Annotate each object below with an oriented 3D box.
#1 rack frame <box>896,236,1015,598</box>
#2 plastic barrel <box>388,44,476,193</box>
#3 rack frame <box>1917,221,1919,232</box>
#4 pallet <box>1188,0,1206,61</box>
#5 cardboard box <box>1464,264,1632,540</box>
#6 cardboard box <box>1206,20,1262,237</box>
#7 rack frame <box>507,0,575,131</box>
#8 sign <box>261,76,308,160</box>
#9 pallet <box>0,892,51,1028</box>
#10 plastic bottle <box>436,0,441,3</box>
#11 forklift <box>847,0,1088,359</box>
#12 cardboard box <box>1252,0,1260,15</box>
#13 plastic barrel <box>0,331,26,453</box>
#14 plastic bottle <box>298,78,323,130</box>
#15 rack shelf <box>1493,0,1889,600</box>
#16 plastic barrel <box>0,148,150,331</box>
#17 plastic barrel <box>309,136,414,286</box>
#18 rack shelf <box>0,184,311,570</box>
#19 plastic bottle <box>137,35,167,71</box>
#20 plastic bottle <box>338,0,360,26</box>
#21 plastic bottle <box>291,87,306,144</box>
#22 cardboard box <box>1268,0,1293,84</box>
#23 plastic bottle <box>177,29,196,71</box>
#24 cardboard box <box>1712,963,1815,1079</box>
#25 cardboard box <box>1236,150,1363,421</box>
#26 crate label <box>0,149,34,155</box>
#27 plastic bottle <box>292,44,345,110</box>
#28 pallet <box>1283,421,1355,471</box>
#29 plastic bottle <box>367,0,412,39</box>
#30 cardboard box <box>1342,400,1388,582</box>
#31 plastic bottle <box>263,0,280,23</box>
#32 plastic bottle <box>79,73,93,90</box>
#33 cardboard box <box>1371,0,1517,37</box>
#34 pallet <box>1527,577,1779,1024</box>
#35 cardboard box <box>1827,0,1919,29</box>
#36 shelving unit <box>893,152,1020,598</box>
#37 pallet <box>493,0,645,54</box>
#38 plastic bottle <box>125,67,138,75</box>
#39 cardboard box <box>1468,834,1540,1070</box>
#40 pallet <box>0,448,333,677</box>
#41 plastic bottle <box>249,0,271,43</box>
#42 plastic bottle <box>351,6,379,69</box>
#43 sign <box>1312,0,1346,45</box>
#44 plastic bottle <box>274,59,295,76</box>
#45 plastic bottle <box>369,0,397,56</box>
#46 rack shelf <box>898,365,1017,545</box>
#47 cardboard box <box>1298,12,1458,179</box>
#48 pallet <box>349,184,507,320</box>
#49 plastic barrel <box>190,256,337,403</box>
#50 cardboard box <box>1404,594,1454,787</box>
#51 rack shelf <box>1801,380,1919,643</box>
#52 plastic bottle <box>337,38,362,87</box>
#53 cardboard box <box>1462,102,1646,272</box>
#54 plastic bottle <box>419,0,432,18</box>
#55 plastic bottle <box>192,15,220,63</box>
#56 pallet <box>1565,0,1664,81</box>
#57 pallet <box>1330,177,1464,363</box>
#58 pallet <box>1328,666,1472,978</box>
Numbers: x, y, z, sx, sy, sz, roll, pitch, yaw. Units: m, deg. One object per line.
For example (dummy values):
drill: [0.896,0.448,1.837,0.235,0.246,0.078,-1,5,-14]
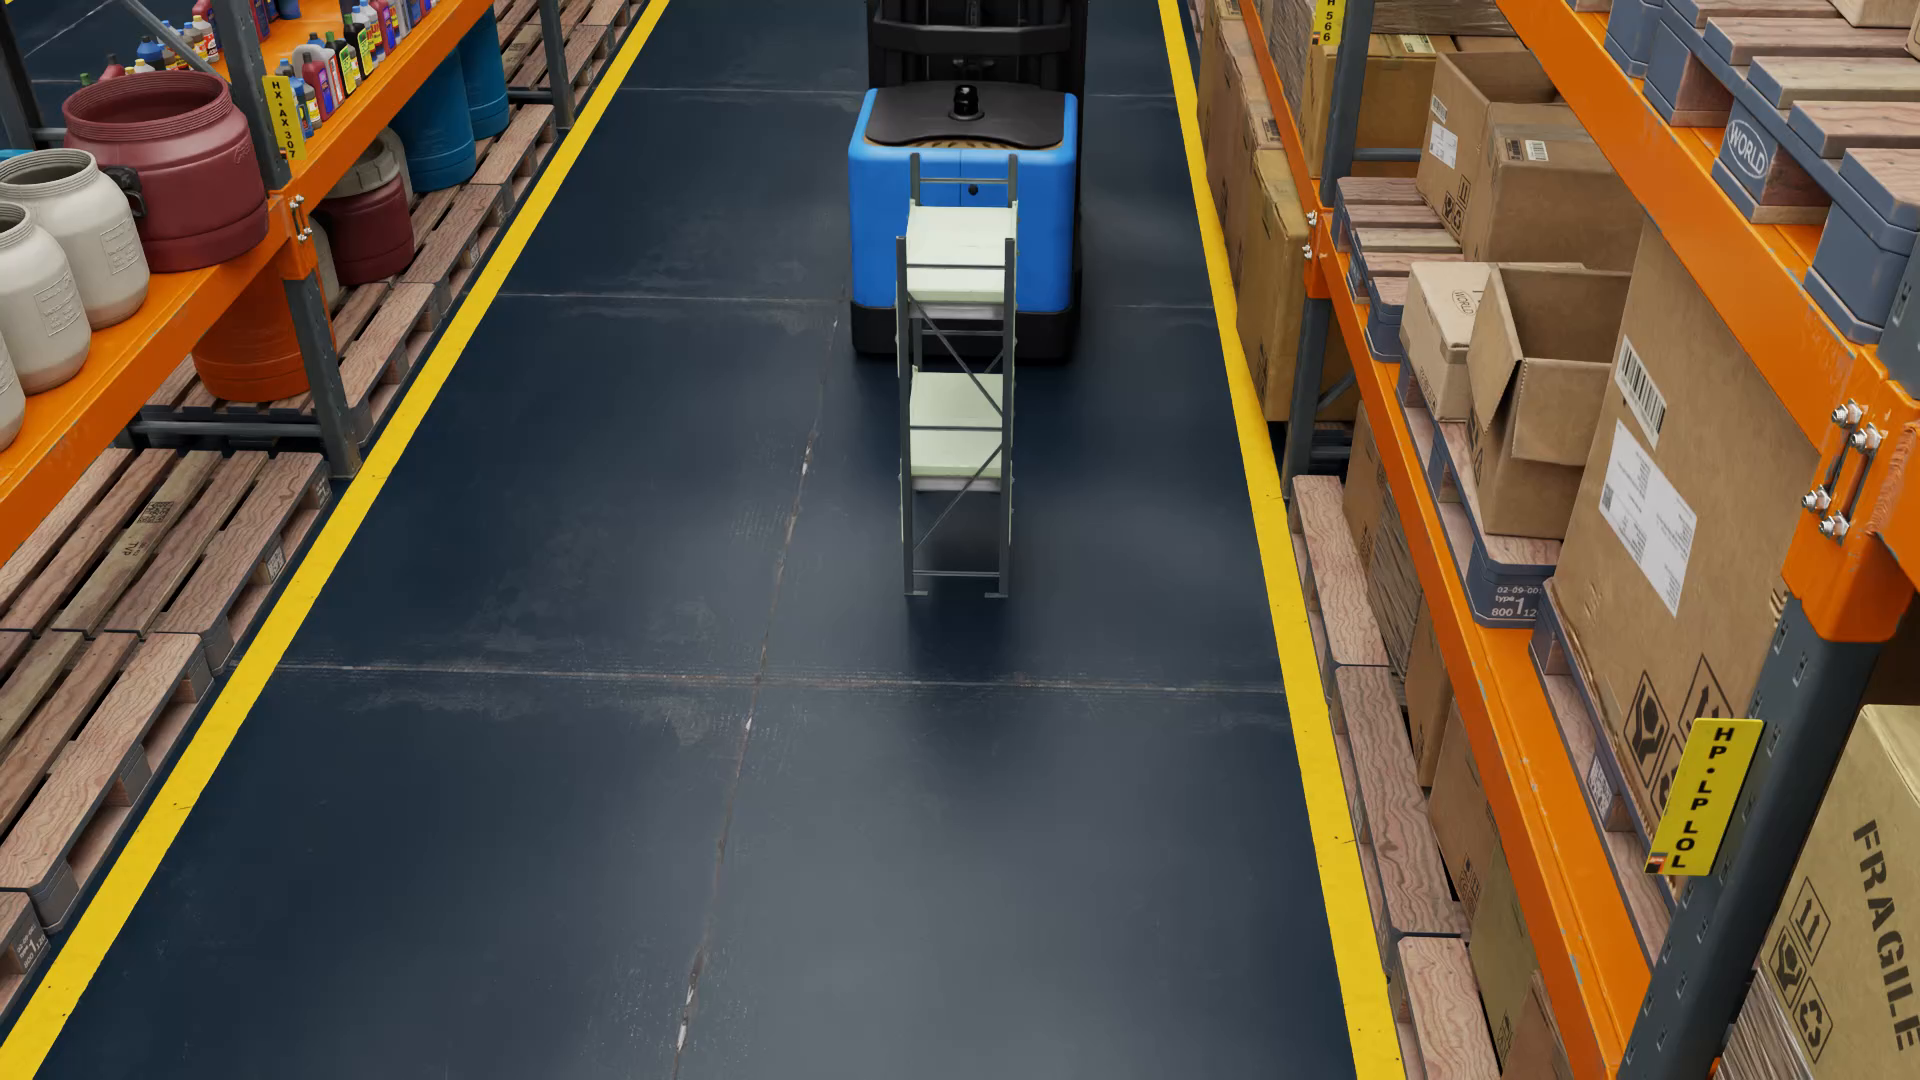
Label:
rack frame: [-0.015,-0.399,6.014,0.400,1.500,0.023,1,35,2]
plastic barrel: [-2.997,-2.420,9.045,0.600,0.901,0.708,1,35,2]
rack frame: [1.698,-1.570,1.157,1.000,3.000,0.127,1,35,2]
pallet: [2.175,-3.708,11.843,1.003,0.211,1.213,1,35,2]
cardboard box: [1.676,-0.327,4.152,0.797,0.503,0.637,5,35,7]
cardboard box: [1.979,-2.132,8.658,1.225,0.875,0.875,0,35,0]
rack frame: [-2.929,-3.826,9.585,1.000,3.000,0.127,1,35,2]
sign: [-2.540,-1.586,6.256,0.100,0.325,0.005,1,35,2]
pallet: [-3.258,1.459,4.490,1.003,0.211,1.213,1,35,2]
plastic bottle: [-2.672,-2.831,8.277,0.152,0.276,0.135,1,35,2]
forklift: [0.102,-2.878,8.297,1.130,2.935,3.031,2,35,3]
cardboard box: [1.712,-2.917,8.206,0.500,0.500,0.500,1,35,1]
plastic barrel: [-2.946,-0.500,4.734,0.433,0.535,0.433,0,35,0]
plastic bottle: [-2.714,-1.809,6.889,0.097,0.201,0.097,0,35,0]
rack shelf: [1.779,-1.197,3.862,1.077,0.370,4.000,1,35,2]
plastic barrel: [-2.918,-0.977,5.435,0.421,0.512,0.421,0,35,0]
plastic barrel: [-3.042,-1.643,8.211,0.600,0.588,0.708,1,35,2]
rack shelf: [-3.170,-0.084,4.887,1.077,0.370,4.000,1,35,2]
plastic bottle: [-3.460,-2.028,7.138,0.097,0.271,0.097,0,35,0]
plastic bottle: [-2.841,-2.563,7.831,0.144,0.351,0.185,1,35,2]
plastic bottle: [-2.750,-1.718,6.694,0.152,0.276,0.135,1,35,2]
cardboard box: [1.675,-2.328,7.367,0.500,0.500,0.500,0,35,0]
plastic bottle: [-3.448,-2.167,7.397,0.097,0.201,0.097,0,35,0]
cardboard box: [1.618,0.979,2.402,0.875,0.500,0.500,1,35,2]
cardboard box: [1.908,-1.112,7.206,1.225,0.875,0.875,0,35,0]
crate label: [-3.481,-1.226,6.031,0.303,0.233,0.416,1,35,2]
plastic bottle: [-2.731,-1.984,7.072,0.152,0.276,0.135,1,35,2]
pallet: [1.966,-0.724,7.596,1.003,0.211,1.213,1,35,2]
plastic bottle: [-2.694,-2.515,7.828,0.152,0.276,0.135,1,35,2]
cardboard box: [1.852,-0.185,6.196,0.700,0.500,0.500,0,35,-1]
plastic bottle: [-3.393,-2.680,7.997,0.144,0.351,0.185,1,35,2]
plastic bottle: [-3.500,-1.722,6.693,0.061,0.283,0.133,1,35,2]
cardboard box: [1.905,-2.284,6.432,0.797,0.503,0.637,2,35,3]
pallet: [1.874,0.528,3.557,1.003,0.211,1.213,1,35,2]
cardboard box: [1.636,-1.002,2.709,0.396,0.266,0.258,3,35,4]
shelving unit: [0.000,-0.610,6.313,0.431,1.500,0.755,1,35,2]
pallet: [-2.892,-3.811,11.989,1.003,0.211,1.213,1,35,2]
plastic bottle: [-3.468,-1.887,6.999,0.097,0.201,0.097,0,35,0]
cardboard box: [1.782,1.102,4.365,0.700,0.500,0.500,1,35,2]
pallet: [-3.160,0.057,6.485,1.003,0.211,1.213,1,35,2]
plastic bottle: [-3.303,-2.482,7.774,0.061,0.283,0.133,1,35,2]
plastic bottle: [-2.684,-2.257,7.465,0.097,0.271,0.097,0,35,0]
sign: [1.304,-1.898,5.835,0.100,0.325,0.005,1,35,2]
plastic bottle: [-2.856,-1.946,7.082,0.097,0.201,0.097,0,35,0]
plastic bottle: [-2.658,-2.384,7.635,0.061,0.283,0.133,1,35,2]
rack shelf: [0.000,-0.343,6.501,0.431,0.370,0.720,1,35,2]
cardboard box: [1.631,-1.743,6.535,0.500,0.500,0.500,2,35,3]
pallet: [-3.048,-1.540,8.757,1.003,0.211,1.213,1,35,2]
plastic barrel: [-3.087,-1.093,7.219,0.600,0.830,0.708,1,35,2]
cardboard box: [1.827,0.460,5.279,0.700,0.500,0.500,4,35,6]
rack shelf: [1.618,1.101,0.592,1.077,0.370,4.000,1,35,2]
plastic bottle: [-2.694,-2.096,7.296,0.097,0.201,0.097,0,35,0]
cardboard box: [1.955,-0.992,5.100,0.700,0.500,0.500,6,36,9]
plastic bottle: [-2.635,-2.700,8.085,0.061,0.283,0.133,1,35,2]
plastic bottle: [-3.440,-2.279,7.556,0.097,0.201,0.097,0,35,0]
pallet: [1.868,-1.214,3.423,1.213,0.211,1.003,1,35,2]
pallet: [1.937,-0.923,5.621,1.213,0.211,1.003,1,35,2]
pallet: [1.774,0.876,5.321,1.003,0.211,1.213,1,35,2]
